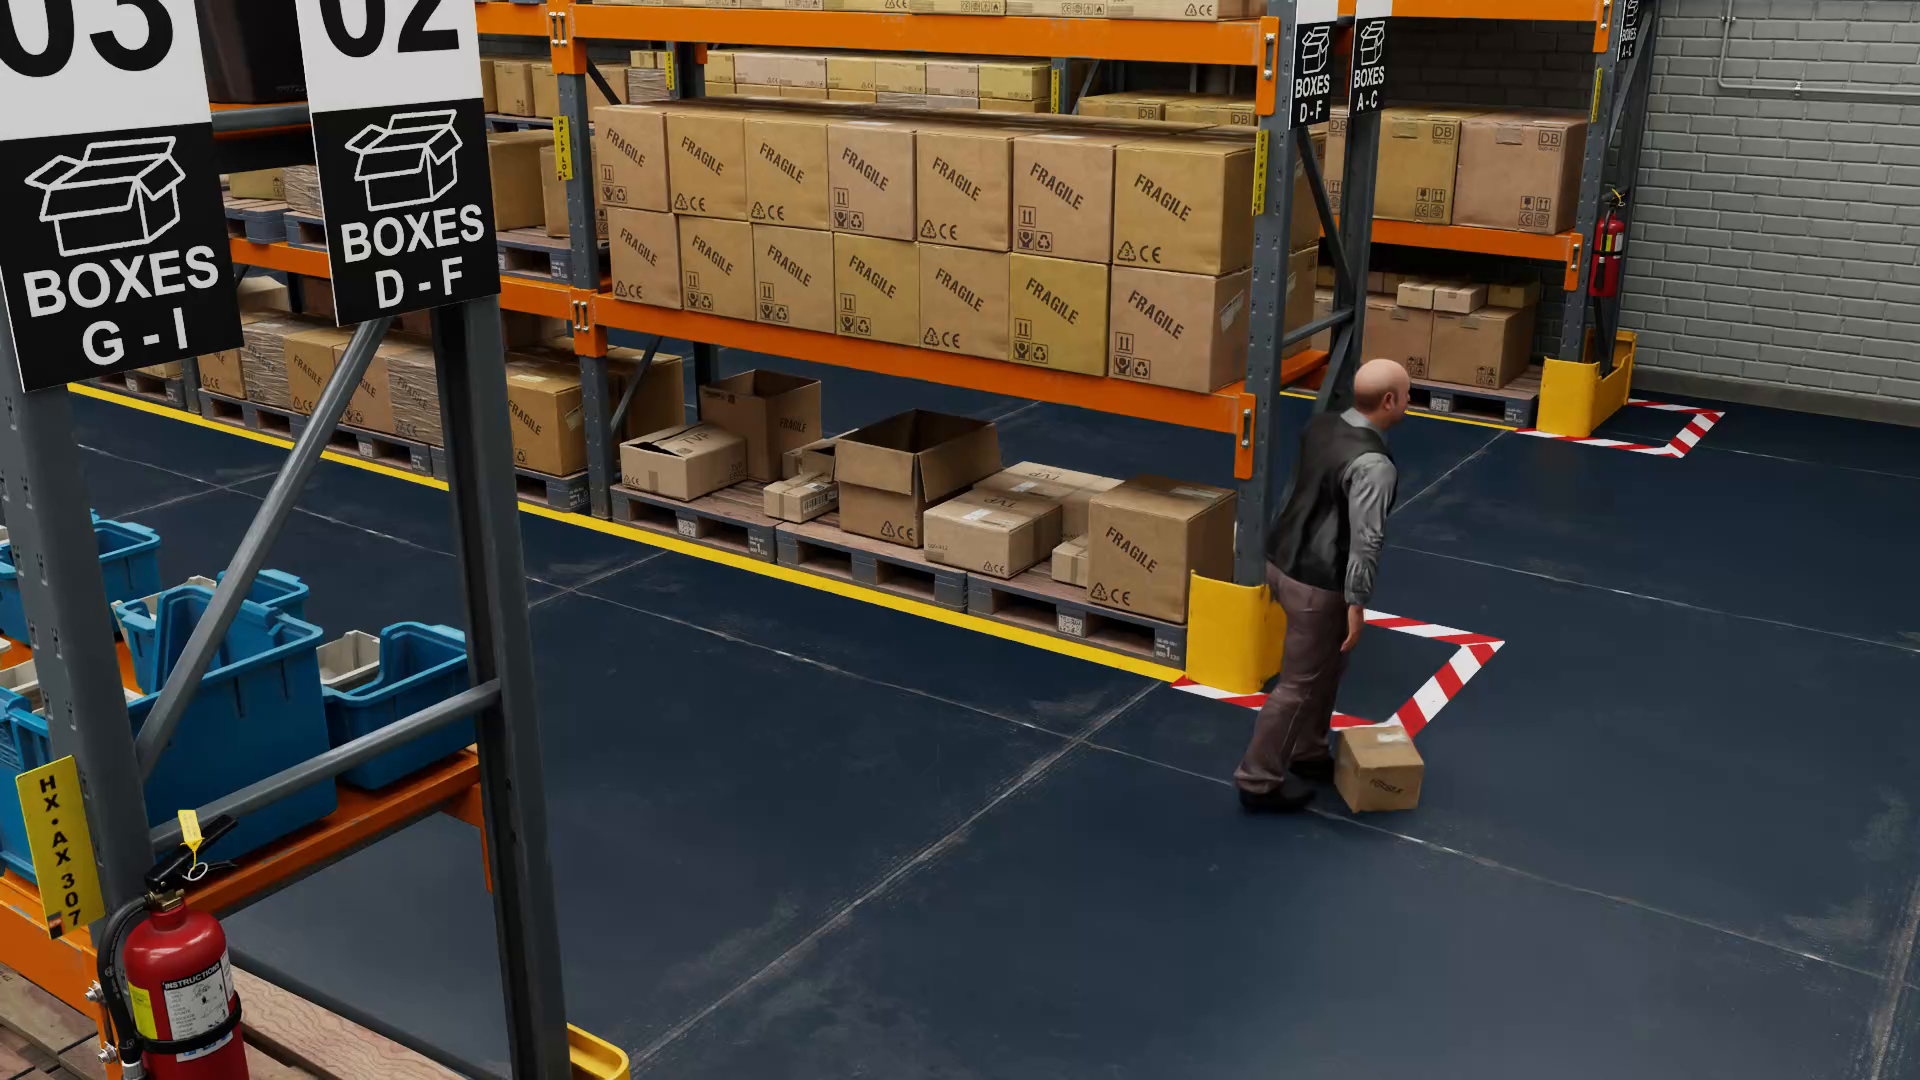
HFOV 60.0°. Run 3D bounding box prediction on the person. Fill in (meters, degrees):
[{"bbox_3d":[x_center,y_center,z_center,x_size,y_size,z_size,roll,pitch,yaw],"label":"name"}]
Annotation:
[{"bbox_3d":[1.314,0.189,6.119,0.596,1.733,0.585,-4,20,-11],"label":"person"}]
